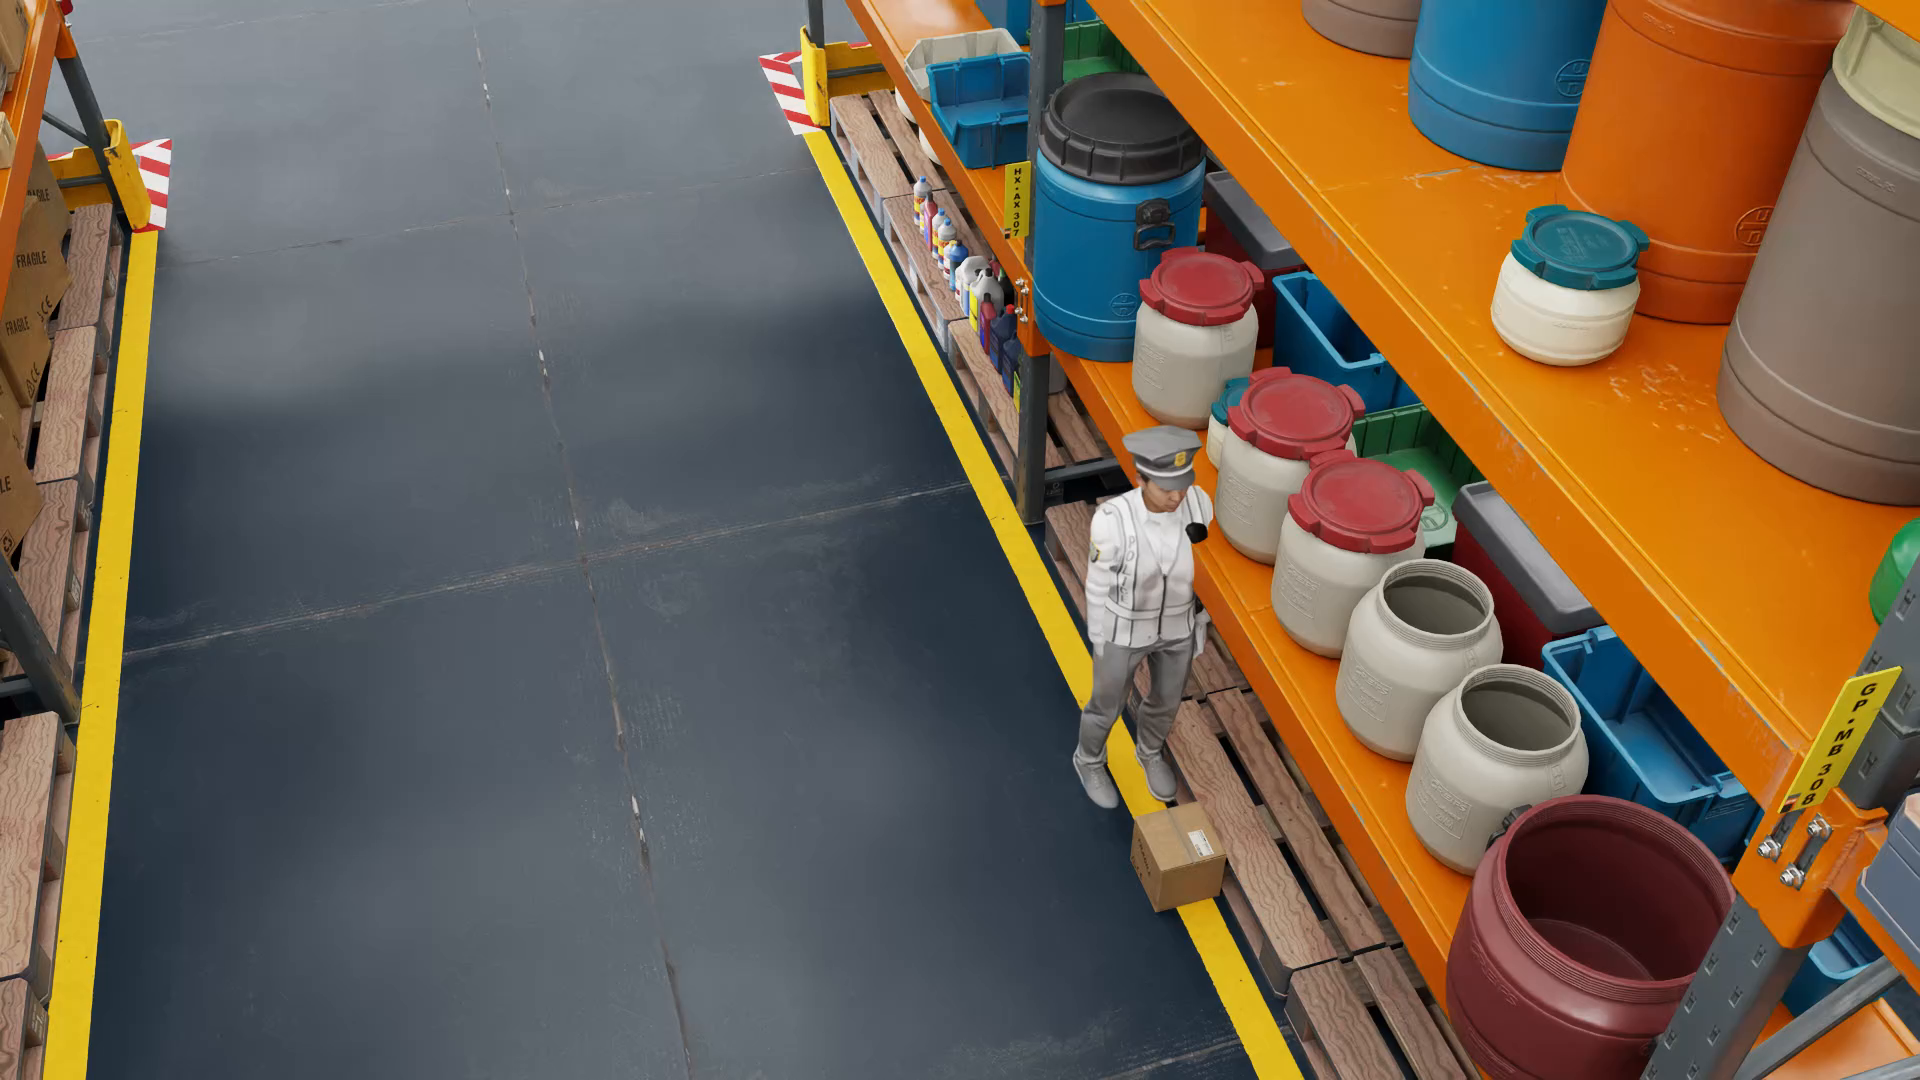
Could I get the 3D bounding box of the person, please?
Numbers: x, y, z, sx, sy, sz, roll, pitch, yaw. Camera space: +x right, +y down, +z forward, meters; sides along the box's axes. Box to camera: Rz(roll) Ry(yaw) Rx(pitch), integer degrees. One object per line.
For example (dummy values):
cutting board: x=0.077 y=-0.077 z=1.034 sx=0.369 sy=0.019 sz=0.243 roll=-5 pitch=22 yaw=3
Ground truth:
person: x=0.663 y=0.311 z=5.829 sx=0.466 sy=1.704 sz=0.341 roll=-11 pitch=44 yaw=-12
